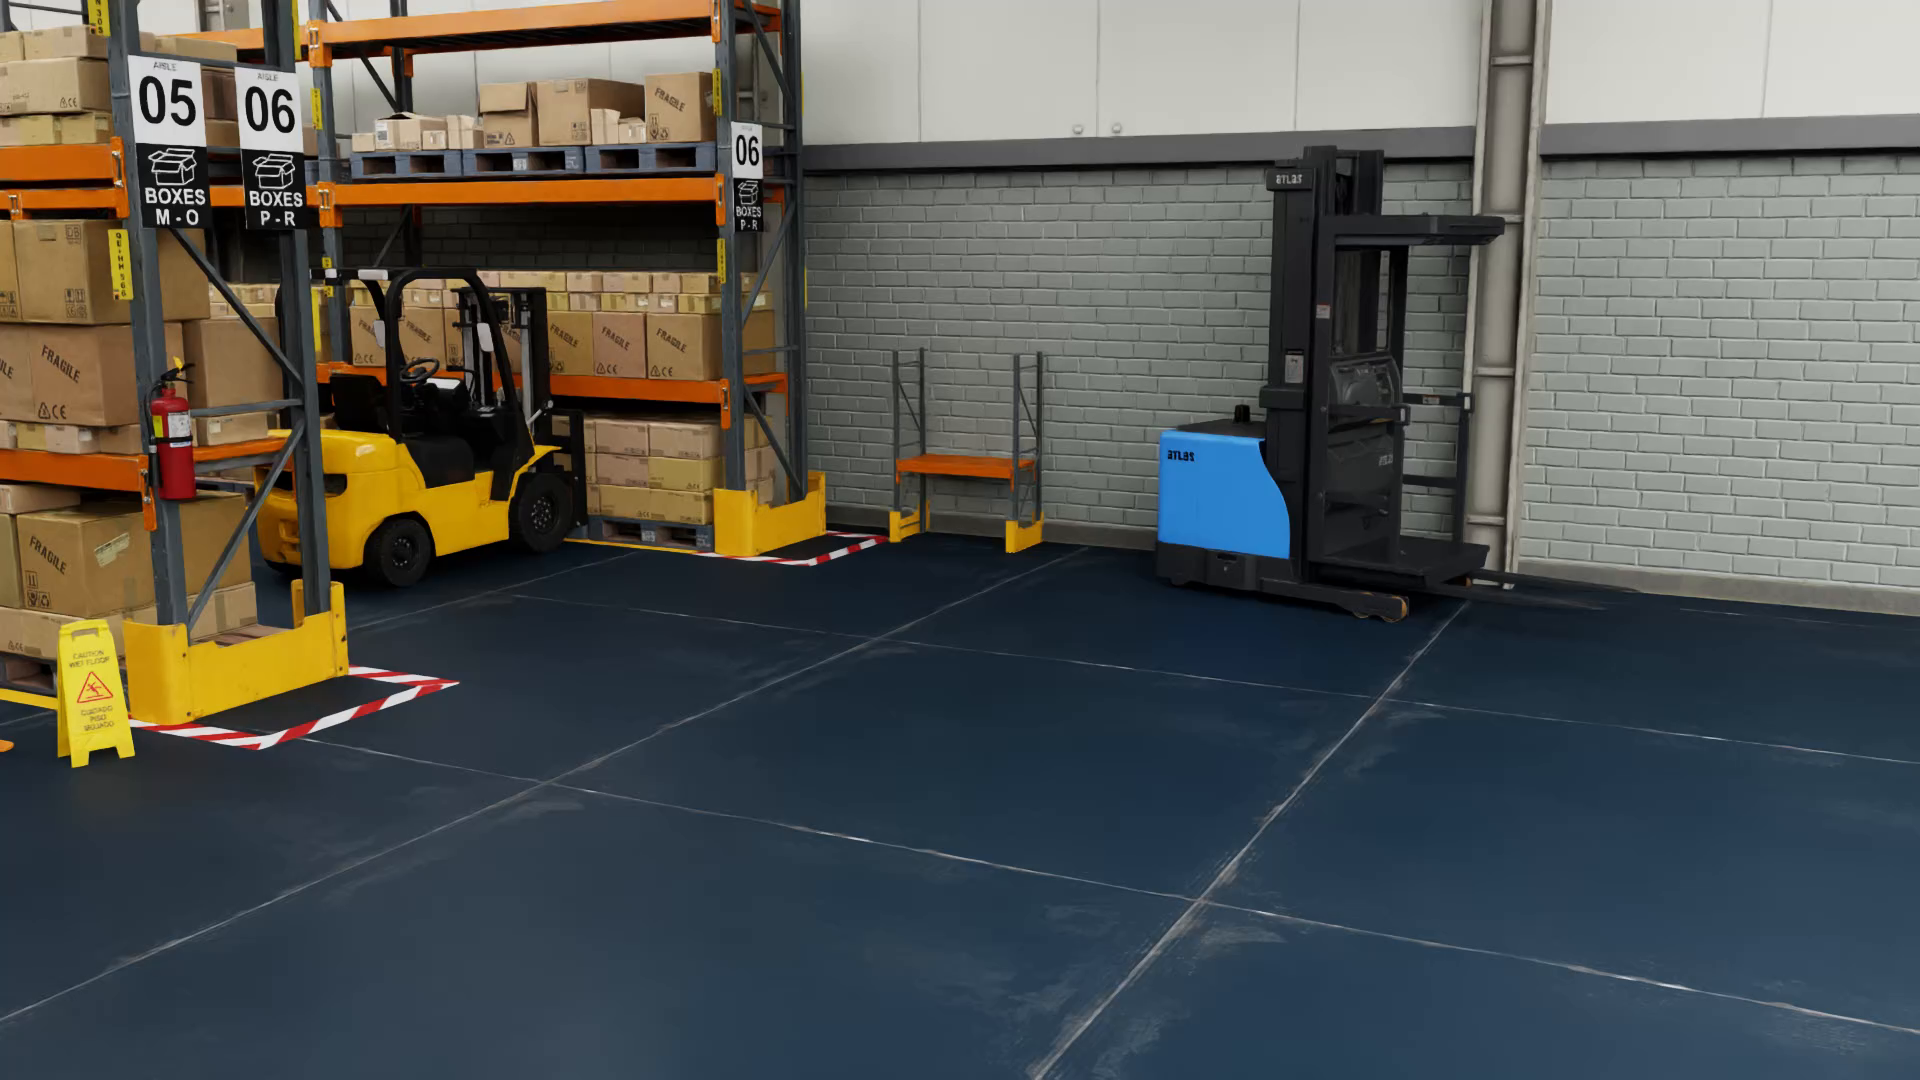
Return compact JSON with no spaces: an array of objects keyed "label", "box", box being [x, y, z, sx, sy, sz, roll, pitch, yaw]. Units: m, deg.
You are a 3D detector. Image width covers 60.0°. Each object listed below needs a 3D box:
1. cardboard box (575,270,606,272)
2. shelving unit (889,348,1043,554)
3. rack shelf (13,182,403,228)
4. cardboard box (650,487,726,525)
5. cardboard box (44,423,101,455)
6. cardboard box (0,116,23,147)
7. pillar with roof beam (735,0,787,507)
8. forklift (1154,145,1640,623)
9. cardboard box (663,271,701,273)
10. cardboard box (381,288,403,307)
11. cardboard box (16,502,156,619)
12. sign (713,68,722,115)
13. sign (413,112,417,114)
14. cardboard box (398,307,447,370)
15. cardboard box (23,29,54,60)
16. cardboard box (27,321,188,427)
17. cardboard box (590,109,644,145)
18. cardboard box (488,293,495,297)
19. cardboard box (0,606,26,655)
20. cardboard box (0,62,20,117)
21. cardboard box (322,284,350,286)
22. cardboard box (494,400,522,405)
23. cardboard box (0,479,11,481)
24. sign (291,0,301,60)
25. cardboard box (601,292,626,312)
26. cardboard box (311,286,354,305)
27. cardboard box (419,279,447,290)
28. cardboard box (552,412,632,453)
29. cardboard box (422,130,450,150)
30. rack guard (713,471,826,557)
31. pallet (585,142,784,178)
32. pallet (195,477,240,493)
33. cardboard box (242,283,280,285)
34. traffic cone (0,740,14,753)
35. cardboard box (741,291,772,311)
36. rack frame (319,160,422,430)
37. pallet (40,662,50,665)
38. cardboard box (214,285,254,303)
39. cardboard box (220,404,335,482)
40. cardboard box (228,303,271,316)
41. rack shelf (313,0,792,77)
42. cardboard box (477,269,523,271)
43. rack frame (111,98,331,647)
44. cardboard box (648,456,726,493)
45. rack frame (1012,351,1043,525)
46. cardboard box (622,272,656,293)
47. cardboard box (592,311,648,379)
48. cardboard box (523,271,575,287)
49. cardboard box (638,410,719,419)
[{"label":"cardboard box","box":[-3.081,-2.155,13.775,0.250,0.149,0.380,5,11,26]},{"label":"shelving unit","box":[0.051,-0.721,13.000,1.083,1.500,0.587,5,11,25]},{"label":"rack shelf","box":[-6.881,-3.048,15.244,4.000,0.370,1.077,5,11,26]},{"label":"cardboard box","box":[-2.061,-0.293,12.968,0.500,0.250,0.500,5,11,26]},{"label":"cardboard box","box":[-4.399,-0.534,8.462,0.250,0.149,0.380,5,11,25]},{"label":"cardboard box","box":[-4.598,-2.036,8.342,0.250,0.149,0.380,5,12,28]},{"label":"pillar with roof beam","box":[-3.631,-3.916,9.600,0.400,9.000,9.100,5,11,26]},{"label":"forklift","box":[2.807,-1.032,10.703,3.031,2.935,1.130,8,13,39]},{"label":"cardboard box","box":[-2.170,-2.073,13.323,0.250,0.149,0.380,5,12,27]},{"label":"cardboard box","box":[-4.685,-2.049,14.027,0.250,0.149,0.380,5,12,27]},{"label":"cardboard box","box":[-4.527,0.096,8.712,0.500,0.500,0.500,5,11,26]},{"label":"sign","box":[-1.753,-3.240,12.023,0.005,0.325,0.100,5,11,26]},{"label":"sign","box":[-4.843,-3.626,14.747,0.005,0.325,0.100,5,11,26]},{"label":"cardboard box","box":[-4.330,-1.702,13.932,0.500,0.500,0.500,5,12,27]},{"label":"cardboard box","box":[-4.341,-2.411,8.170,0.250,0.149,0.380,5,12,27]},{"label":"cardboard box","box":[-4.302,-0.854,8.411,0.500,0.500,0.500,5,11,25]},{"label":"cardboard box","box":[-2.605,-3.155,12.737,0.258,0.266,0.396,5,11,26]},{"label":"cardboard box","box":[-3.783,-1.964,13.556,0.250,0.149,0.380,5,11,24]},{"label":"cardboard box","box":[-4.998,0.424,9.008,0.500,0.250,0.500,5,11,26]},{"label":"cardboard box","box":[-4.716,-2.248,8.390,0.500,0.250,0.500,5,11,25]},{"label":"cardboard box","box":[-5.525,-2.228,15.015,0.250,0.149,0.380,5,11,24]},{"label":"cardboard box","box":[-4.099,-1.068,14.444,0.500,0.250,0.500,5,11,25]},{"label":"cardboard box","box":[-5.110,-0.262,8.867,0.250,0.149,0.380,5,12,27]},{"label":"sign","box":[-3.453,-2.653,8.587,0.005,0.325,0.100,5,11,26]},{"label":"cardboard box","box":[-2.600,-1.871,13.042,0.250,0.149,0.380,5,11,25]},{"label":"cardboard box","box":[-5.492,-2.128,14.463,0.250,0.149,0.380,5,12,28]},{"label":"cardboard box","box":[-4.240,-2.149,13.743,0.250,0.149,0.380,5,12,27]},{"label":"cardboard box","box":[-2.969,-0.862,13.307,0.500,0.250,0.500,5,11,27]},{"label":"cardboard box","box":[-4.130,-3.232,13.487,0.250,0.149,0.380,5,12,28]},{"label":"rack guard","box":[-1.479,-0.221,13.047,0.348,0.500,1.175,5,11,26]},{"label":"pallet","box":[-2.123,-2.945,12.906,1.213,0.211,1.003,5,11,26]},{"label":"pallet","box":[-6.863,-0.544,15.641,1.213,0.211,1.003,5,11,26]},{"label":"cardboard box","box":[-6.428,-2.307,15.454,0.250,0.149,0.380,5,11,25]},{"label":"traffic cone","box":[-4.649,0.761,7.728,0.334,0.463,0.336,5,11,26]},{"label":"cardboard box","box":[-1.690,-1.889,13.145,0.250,0.149,0.380,5,11,24]},{"label":"rack frame","box":[-5.087,-1.768,14.576,0.127,3.000,1.000,5,11,26]},{"label":"pallet","box":[-5.564,0.540,9.652,1.213,0.211,1.003,5,11,26]},{"label":"cardboard box","box":[-6.429,-2.203,14.879,0.250,0.149,0.380,5,11,24]},{"label":"cardboard box","box":[-6.253,-0.908,15.312,0.625,0.625,0.875,5,11,25]},{"label":"cardboard box","box":[-6.105,-1.977,14.751,0.500,0.250,0.500,5,11,24]},{"label":"rack shelf","box":[-3.294,-4.012,13.271,4.000,0.370,1.077,5,11,26]},{"label":"cardboard box","box":[-3.965,-2.251,14.308,0.250,0.149,0.380,5,11,25]},{"label":"rack frame","box":[-3.693,-0.660,8.453,0.127,3.000,1.000,5,11,26]},{"label":"cardboard box","box":[-2.075,-0.541,12.934,0.500,0.250,0.500,5,11,25]},{"label":"rack frame","box":[0.519,-0.681,12.782,0.032,1.500,0.500,5,11,25]},{"label":"cardboard box","box":[-2.396,-1.993,12.882,0.250,0.149,0.380,5,12,27]},{"label":"cardboard box","box":[-2.519,-1.541,13.043,0.500,0.500,0.500,5,12,28]},{"label":"cardboard box","box":[-3.293,-2.082,13.374,0.250,0.149,0.380,5,11,27]},{"label":"cardboard box","box":[-2.297,-0.905,13.544,0.500,0.250,0.500,5,11,26]}]
